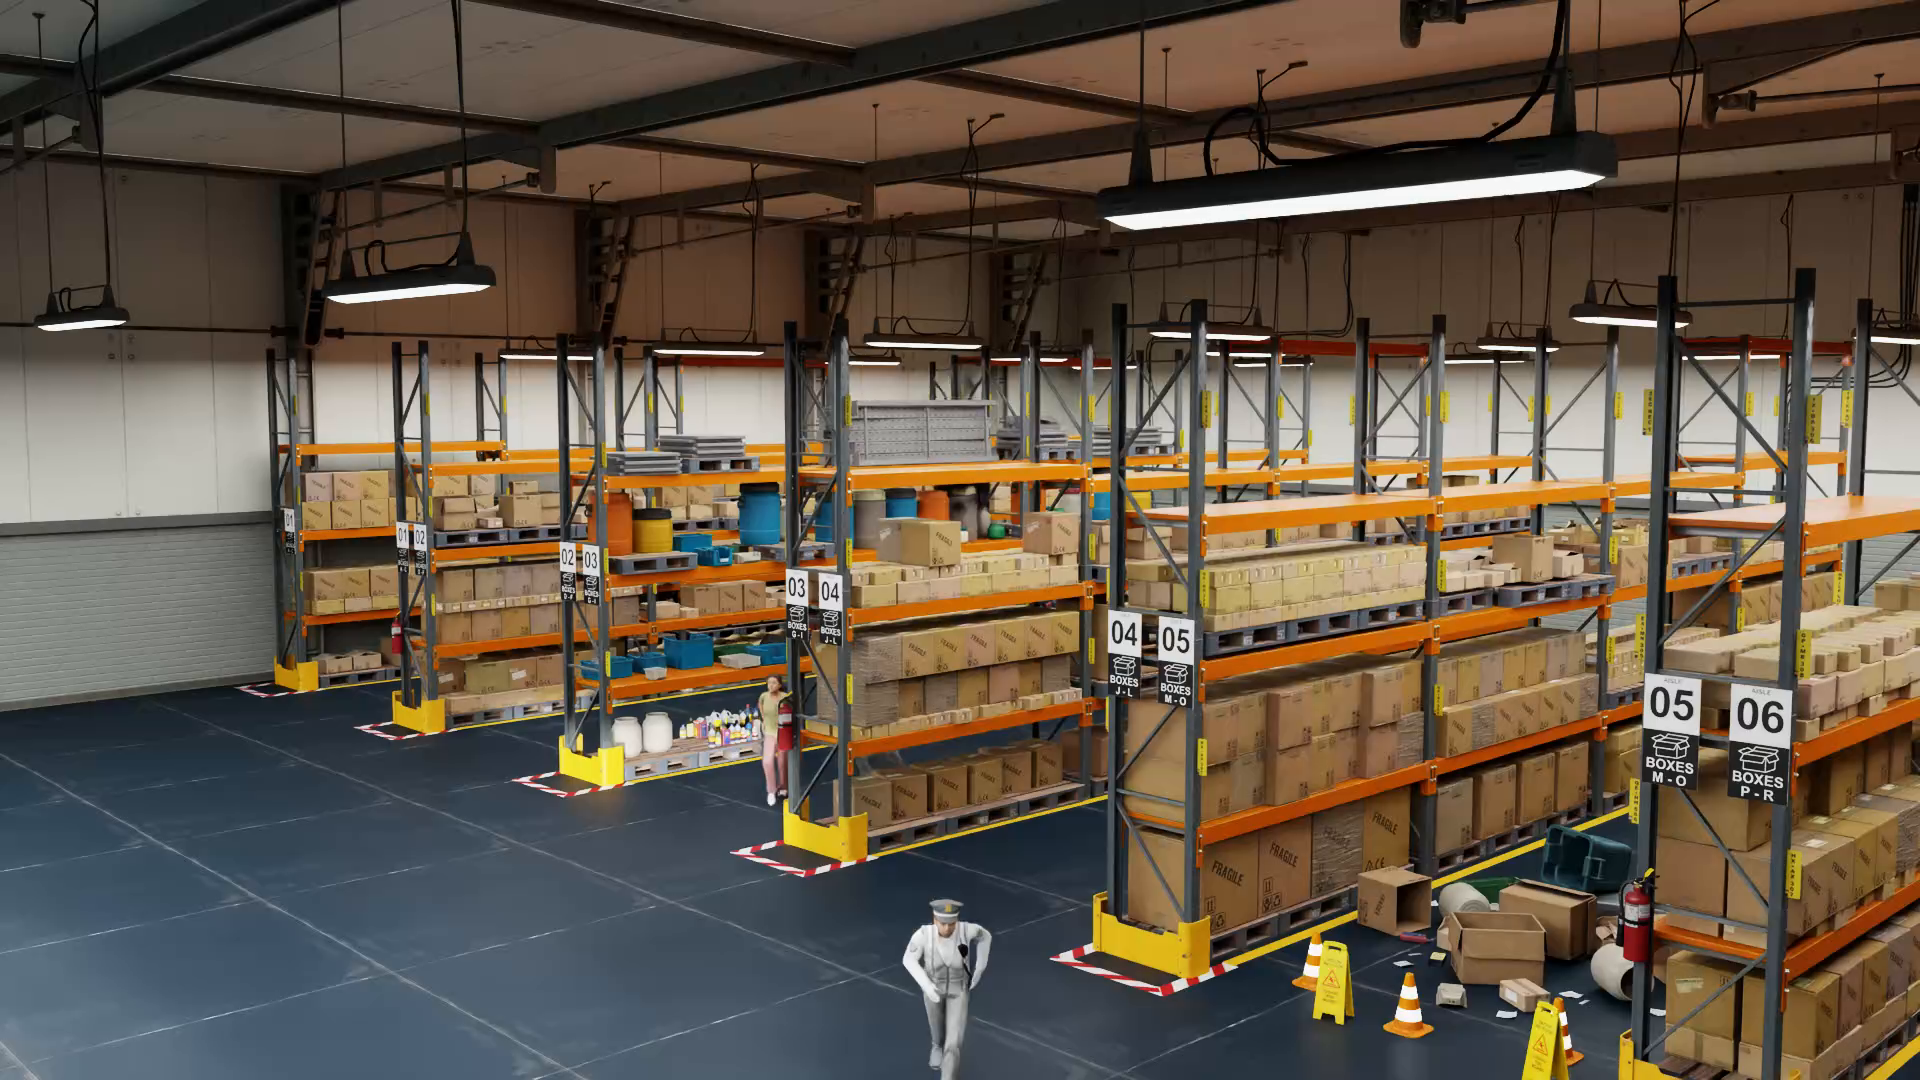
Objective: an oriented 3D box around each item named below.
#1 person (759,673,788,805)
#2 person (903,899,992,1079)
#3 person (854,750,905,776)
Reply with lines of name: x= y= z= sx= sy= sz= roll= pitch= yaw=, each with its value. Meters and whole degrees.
person: x=-2.327 y=2.523 z=21.118 sx=0.577 sy=1.694 sz=0.731 roll=1 pitch=5 yaw=11
person: x=-0.101 y=3.336 z=12.235 sx=0.655 sy=1.624 sz=0.978 roll=-1 pitch=5 yaw=-6
person: x=-1.066 y=2.431 z=21.692 sx=0.936 sy=1.747 sz=0.686 roll=-5 pitch=7 yaw=-44
